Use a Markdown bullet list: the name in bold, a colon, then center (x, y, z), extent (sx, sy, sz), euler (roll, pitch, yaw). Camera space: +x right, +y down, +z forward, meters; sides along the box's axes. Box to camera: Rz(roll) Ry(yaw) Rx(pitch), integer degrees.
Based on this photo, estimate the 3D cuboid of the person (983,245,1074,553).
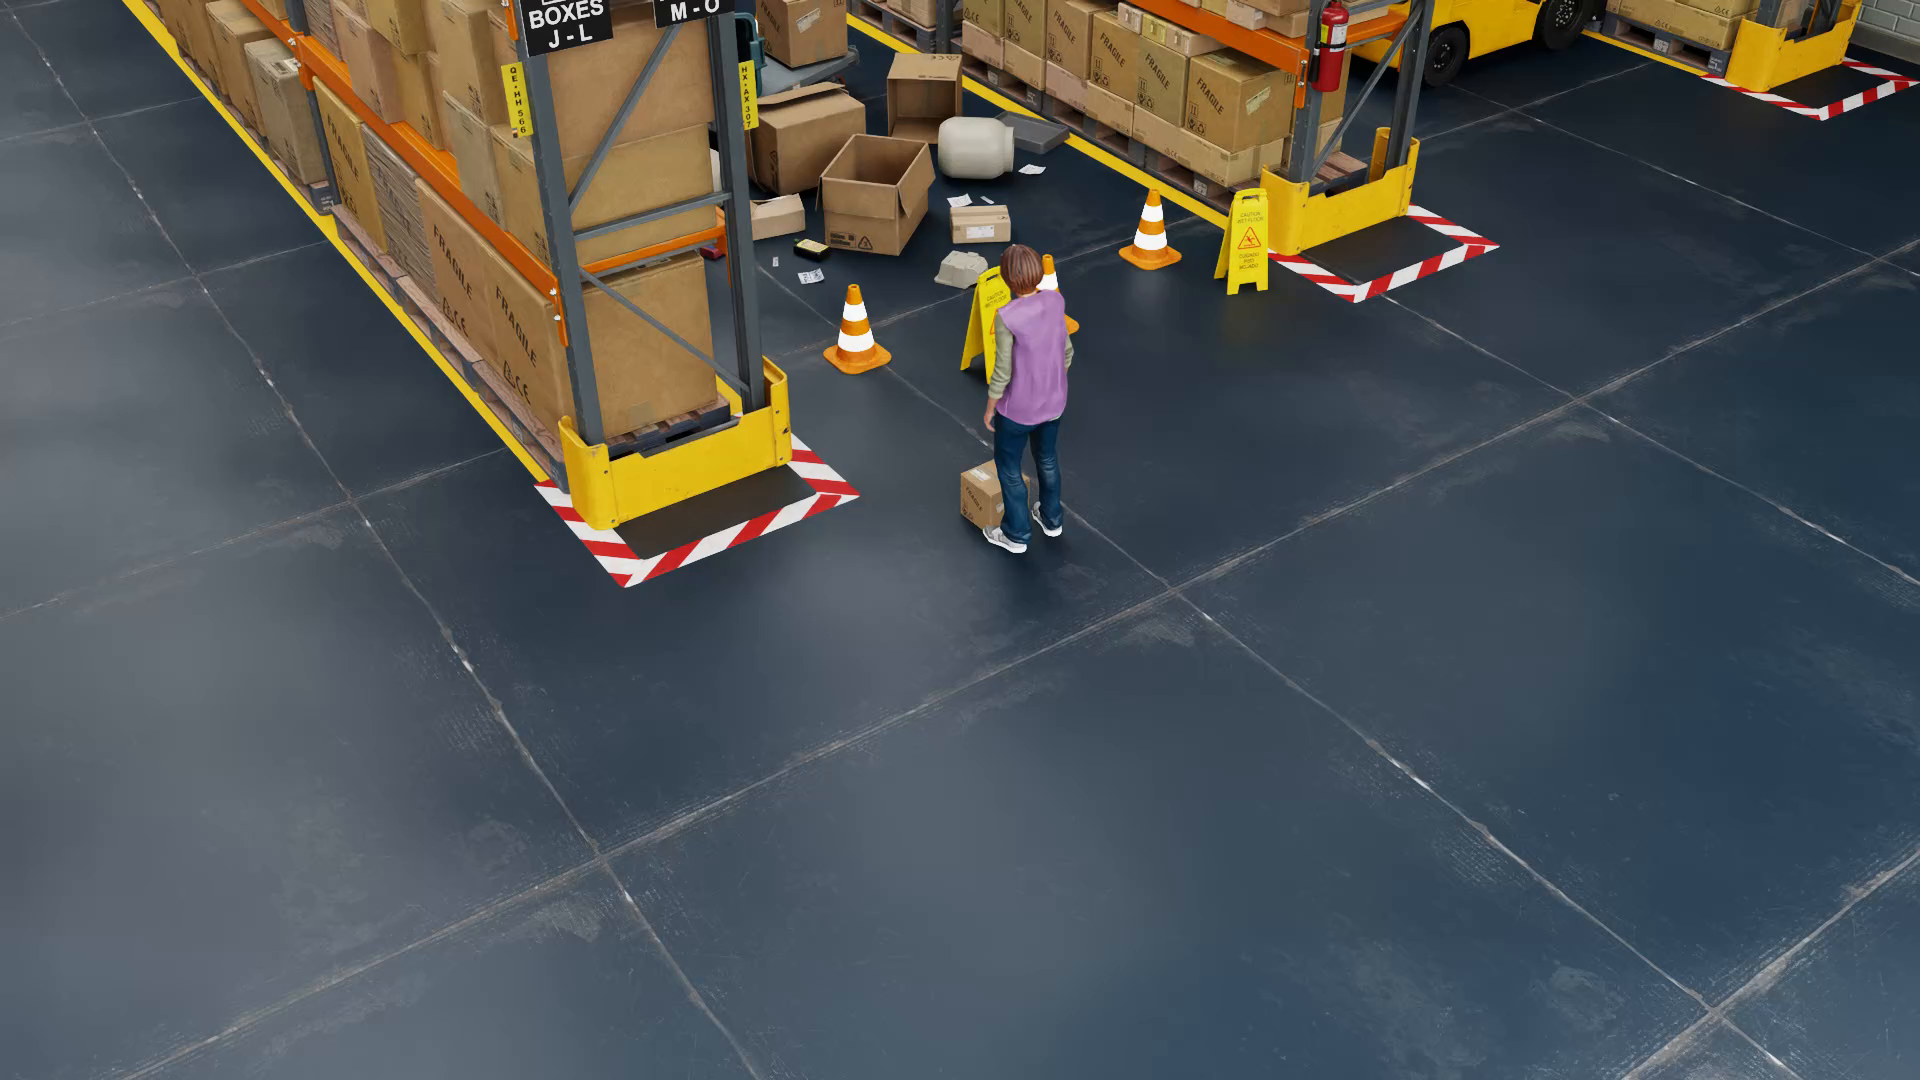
- **person**: center (0.321, -0.647, 7.871), extent (0.462, 1.593, 0.344), euler (-23, 42, -27)
